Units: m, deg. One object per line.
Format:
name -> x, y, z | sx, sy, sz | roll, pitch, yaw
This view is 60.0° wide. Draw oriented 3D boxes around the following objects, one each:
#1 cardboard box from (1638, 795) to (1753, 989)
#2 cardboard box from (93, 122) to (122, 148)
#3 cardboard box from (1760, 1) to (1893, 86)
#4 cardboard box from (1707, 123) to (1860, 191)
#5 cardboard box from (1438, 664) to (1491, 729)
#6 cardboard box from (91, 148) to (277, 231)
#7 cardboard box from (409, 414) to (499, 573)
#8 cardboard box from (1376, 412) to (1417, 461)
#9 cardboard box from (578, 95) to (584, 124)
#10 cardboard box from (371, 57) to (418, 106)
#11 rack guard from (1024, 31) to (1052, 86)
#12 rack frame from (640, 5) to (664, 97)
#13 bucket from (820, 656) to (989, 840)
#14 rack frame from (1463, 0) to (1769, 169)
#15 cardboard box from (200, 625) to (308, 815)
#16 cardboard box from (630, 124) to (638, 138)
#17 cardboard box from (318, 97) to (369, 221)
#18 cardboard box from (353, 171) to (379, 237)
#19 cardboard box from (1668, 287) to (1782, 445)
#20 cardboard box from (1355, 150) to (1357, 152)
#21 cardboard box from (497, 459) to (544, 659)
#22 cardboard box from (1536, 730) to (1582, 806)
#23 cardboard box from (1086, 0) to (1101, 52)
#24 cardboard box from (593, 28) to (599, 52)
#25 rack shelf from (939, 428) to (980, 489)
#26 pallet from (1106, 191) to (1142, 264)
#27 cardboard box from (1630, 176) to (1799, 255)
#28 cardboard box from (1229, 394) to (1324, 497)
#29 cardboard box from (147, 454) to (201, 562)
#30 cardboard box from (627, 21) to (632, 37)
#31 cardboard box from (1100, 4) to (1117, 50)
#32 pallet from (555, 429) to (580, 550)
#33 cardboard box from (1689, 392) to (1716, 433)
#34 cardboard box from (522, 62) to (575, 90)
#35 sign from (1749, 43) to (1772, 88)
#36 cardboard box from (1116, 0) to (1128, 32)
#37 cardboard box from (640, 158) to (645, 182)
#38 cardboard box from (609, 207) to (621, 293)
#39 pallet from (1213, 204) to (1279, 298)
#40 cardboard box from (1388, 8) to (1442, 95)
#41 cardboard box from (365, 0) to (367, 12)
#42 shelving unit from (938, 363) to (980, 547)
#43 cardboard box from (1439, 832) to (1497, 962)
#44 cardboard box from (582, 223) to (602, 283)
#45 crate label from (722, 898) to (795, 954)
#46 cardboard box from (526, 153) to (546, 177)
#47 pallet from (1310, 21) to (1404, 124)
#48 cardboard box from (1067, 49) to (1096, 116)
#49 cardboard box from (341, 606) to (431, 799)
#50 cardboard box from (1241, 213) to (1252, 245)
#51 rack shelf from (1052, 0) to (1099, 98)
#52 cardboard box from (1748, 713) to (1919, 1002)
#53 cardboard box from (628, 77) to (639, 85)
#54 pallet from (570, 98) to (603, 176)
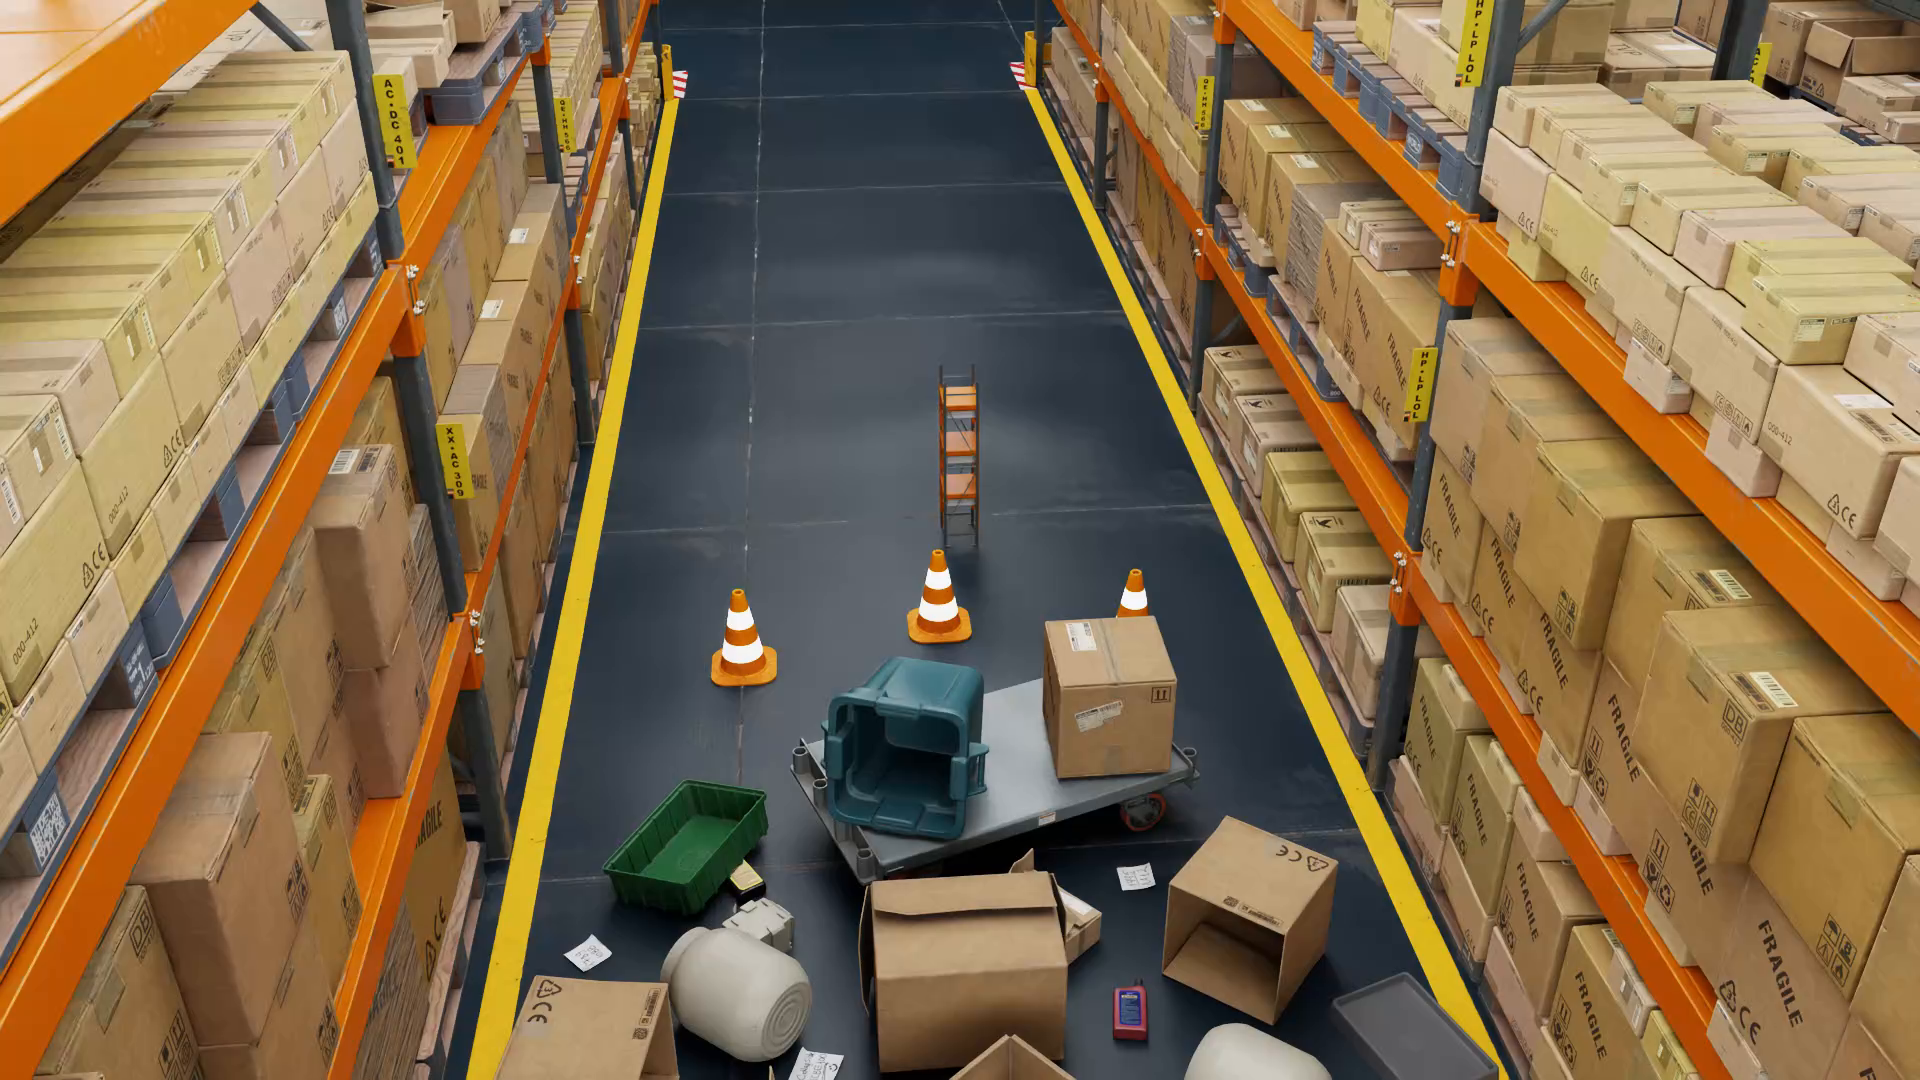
cardboard box -> 2.383, 0.938, 4.867 | 0.500, 0.500, 0.500 | -3, 31, -5
cardboard box -> -2.778, -1.283, 5.008 | 0.380, 0.149, 0.250 | -3, 31, -5
cardboard box -> 6.558, -3.783, 12.651 | 0.700, 0.500, 0.500 | -3, 31, -5
cardboard box -> 2.703, -1.263, 5.482 | 0.380, 0.149, 0.250 | -2, 31, -3
cardboard box -> 2.158, 0.622, 6.691 | 0.380, 0.149, 0.250 | -2, 31, -4
cardboard box -> -2.052, -0.927, 4.411 | 0.380, 0.149, 0.250 | -3, 31, -4
cardboard box -> -2.280, -0.194, 7.052 | 0.500, 0.500, 0.500 | -2, 31, -4
cardboard box -> 2.097, -0.480, 7.465 | 0.380, 0.149, 0.250 | -2, 31, -4
cardboard box -> -2.862, -3.032, 11.737 | 0.380, 0.149, 0.250 | -4, 31, -6
cardboard box -> -2.349, -1.814, 6.675 | 0.250, 0.149, 0.380 | -3, 31, -5
rack guard -> 1.297, -5.224, 18.009 | 1.175, 0.500, 0.348 | -3, 31, -5
rack frame -> -3.620, -5.996, 16.864 | 1.000, 3.000, 0.127 | -3, 31, -5
bucket -> -0.191, 0.842, 7.125 | 0.726, 0.611, 0.620 | 8, 22, 13
rack frame -> 2.420, -2.734, 5.552 | 1.000, 3.000, 0.127 | -3, 31, -5
cardboard box -> -2.361, 0.620, 4.588 | 0.875, 0.550, 0.500 | -3, 31, -5
cardboard box -> -3.158, -3.766, 15.210 | 0.380, 0.149, 0.250 | -1, 31, -2
cardboard box -> -2.197, -1.205, 5.266 | 0.500, 0.250, 0.500 | -3, 31, -5
cardboard box -> -2.146, -1.102, 5.483 | 0.380, 0.149, 0.250 | -3, 31, -5
cardboard box -> 2.329, -0.495, 4.585 | 0.500, 0.250, 0.500 | -2, 31, -4
cardboard box -> 2.425, -2.069, 9.492 | 0.500, 0.500, 0.500 | -3, 31, -5
cardboard box -> -2.733, 0.110, 8.424 | 1.050, 0.750, 0.750 | -3, 31, -5
cardboard box -> 2.240, 0.779, 5.766 | 0.380, 0.149, 0.250 | -3, 31, -4
cardboard box -> 1.375, -4.510, 14.279 | 0.500, 0.500, 0.500 | -2, 31, -4
cardboard box -> -2.987, -3.826, 12.776 | 0.380, 0.149, 0.250 | -3, 31, -4
rack shelf -> -0.005, -0.469, 9.532 | 0.215, 0.259, 0.240 | -3, 31, -5
pallet -> 1.820, -2.655, 13.990 | 1.003, 0.211, 1.213 | -3, 31, -5
cardboard box -> 2.265, -0.978, 5.005 | 0.380, 0.149, 0.250 | -4, 31, -6
cardboard box -> 2.166, -0.588, 9.962 | 0.950, 0.372, 0.625 | -3, 31, -6
cardboard box -> -1.956, -0.065, 3.747 | 0.380, 0.149, 0.250 | -3, 31, -5
cardboard box -> -3.100, -4.540, 14.670 | 0.380, 0.149, 0.250 | -2, 31, -4
cardboard box -> 1.433, -4.155, 13.440 | 0.500, 0.250, 0.500 | -4, 31, -6
pallet -> -2.874, -0.309, 10.061 | 1.003, 0.211, 1.213 | -3, 31, -5
cardboard box -> 2.348, -0.379, 4.779 | 0.380, 0.149, 0.250 | -3, 31, -4
cardboard box -> -2.847, -3.156, 11.364 | 0.380, 0.149, 0.250 | -2, 31, -3
sign -> 2.960, -1.698, 6.239 | 0.100, 0.325, 0.005 | -3, 31, -5
cardboard box -> 1.503, -4.218, 12.814 | 0.500, 0.500, 0.500 | -3, 31, -5
cardboard box -> -2.985, -3.248, 14.633 | 0.380, 0.149, 0.250 | -2, 31, -3
cardboard box -> -2.835, -2.172, 12.488 | 0.500, 0.500, 0.500 | -3, 31, -6
pallet -> 2.219, -1.760, 9.958 | 1.213, 0.211, 1.003 | -3, 31, -5
cardboard box -> 2.179, -2.112, 7.172 | 0.500, 0.250, 0.500 | -2, 31, -4
cardboard box -> -2.929, -2.487, 7.643 | 0.500, 0.311, 0.500 | -3, 31, -5
shelving unit -> -0.005, -0.478, 9.527 | 0.215, 1.050, 0.252 | -3, 31, -5
cardboard box -> 2.267, 1.428, 6.706 | 0.500, 0.250, 0.500 | -1, 31, -2
cardboard box -> -2.743, -1.964, 11.409 | 0.500, 0.250, 0.500 | -3, 31, -5
crate label -> -0.841, 1.624, 6.898 | 0.250, 0.136, 0.298 | 27, 40, 37
cardboard box -> -2.718, -2.368, 10.335 | 0.380, 0.149, 0.250 | -1, 31, -2
pallet -> 2.368, -2.215, 7.792 | 1.213, 0.211, 1.003 | -3, 31, -5
cardboard box -> 1.554, -4.566, 16.559 | 0.875, 0.438, 0.875 | -2, 31, -3
cardboard box -> -2.379, 0.533, 5.786 | 0.875, 0.550, 0.550 | -3, 31, -5
cardboard box -> 1.864, -1.810, 9.691 | 0.380, 0.149, 0.250 | -5, 31, -8
rack shelf -> 1.486, -4.955, 15.822 | 1.077, 0.370, 4.000 | -3, 31, -5
cardboard box -> 2.489, 0.775, 4.165 | 0.700, 0.500, 0.500 | -2, 31, -4
cardboard box -> -3.245, -4.283, 15.786 | 0.380, 0.149, 0.250 | -4, 31, -6
pallet -> -3.098, -2.838, 11.764 | 1.003, 0.211, 1.213 | -3, 31, -5
